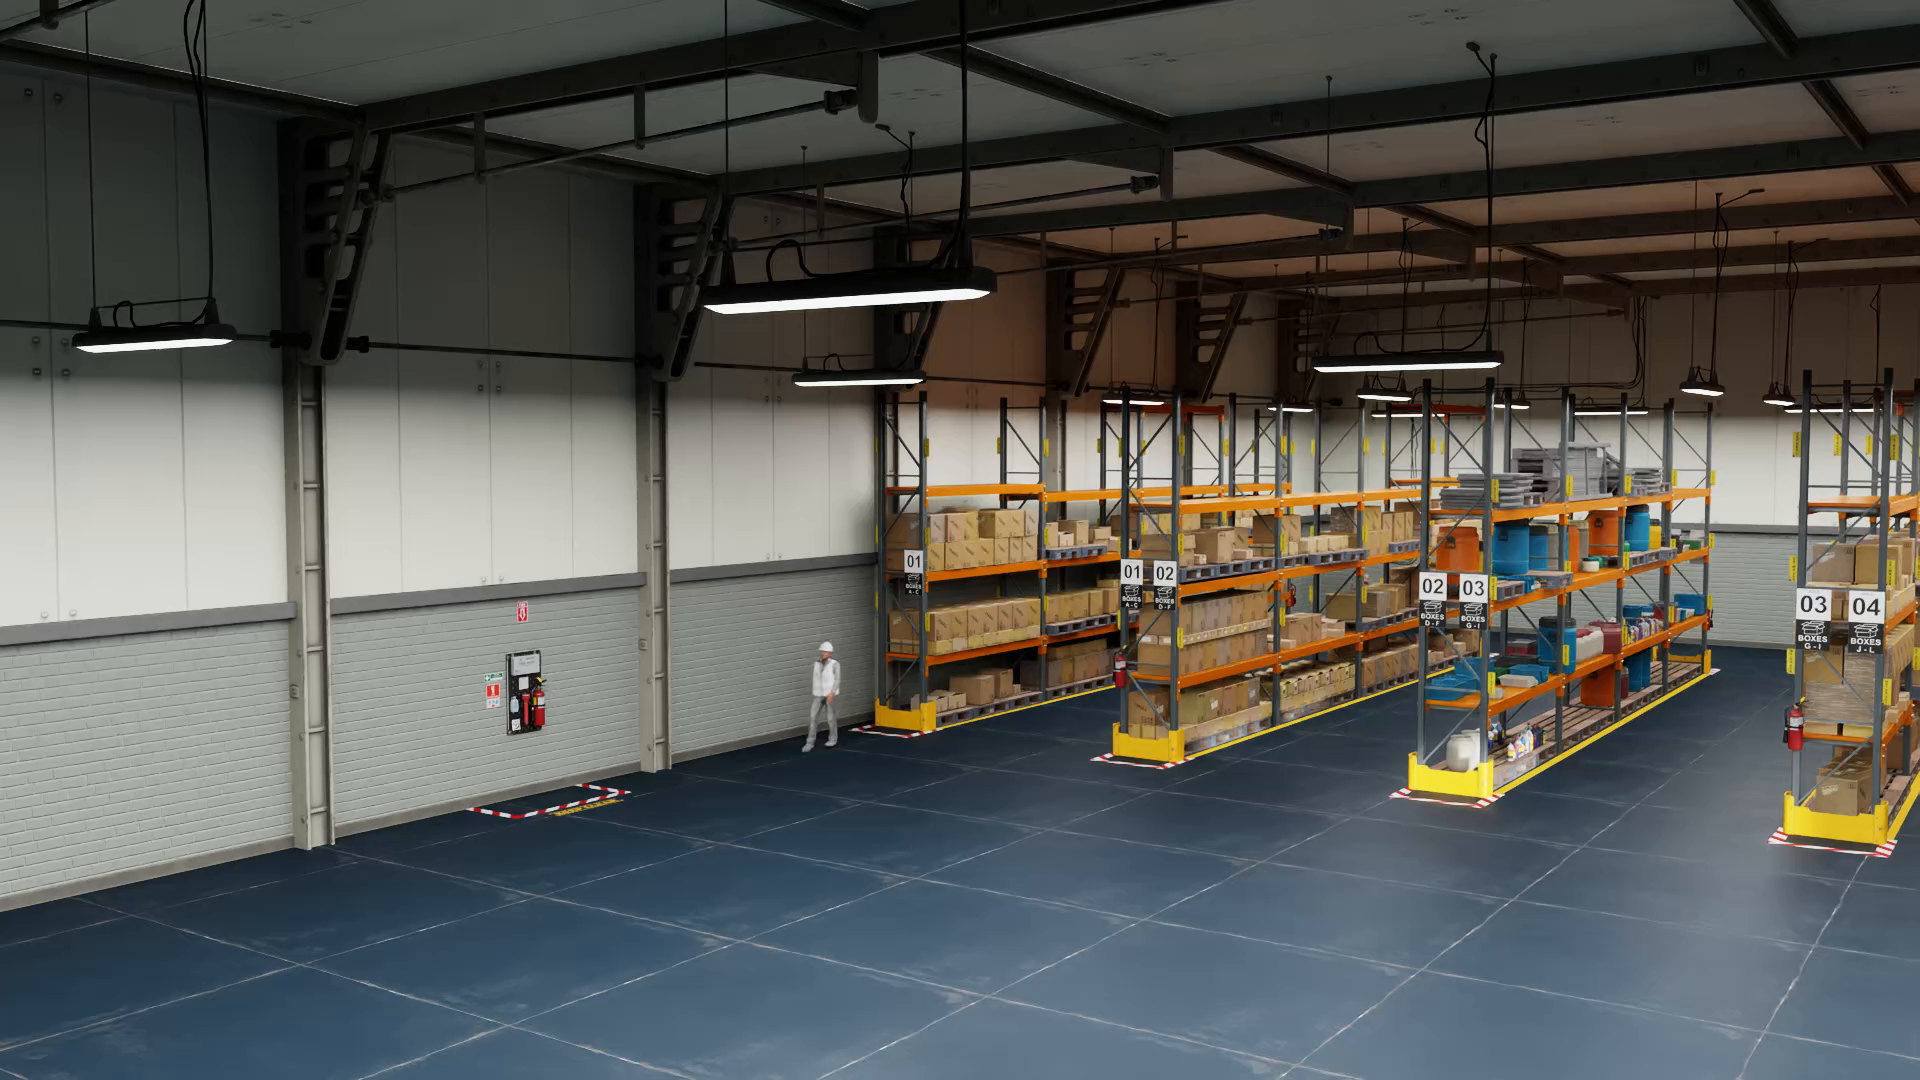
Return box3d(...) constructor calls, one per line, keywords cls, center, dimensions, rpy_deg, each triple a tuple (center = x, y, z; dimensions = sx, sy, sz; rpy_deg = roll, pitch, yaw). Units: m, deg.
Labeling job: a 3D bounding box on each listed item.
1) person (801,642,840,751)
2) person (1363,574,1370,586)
box3d(cls="person", center=(-2.270, 2.584, 27.556), dimensions=(0.558, 1.759, 0.759), rpy_deg=(1, 3, 13))
box3d(cls="person", center=(10.328, 1.741, 42.677), dimensions=(0.644, 1.767, 0.749), rpy_deg=(-3, 4, -38))
